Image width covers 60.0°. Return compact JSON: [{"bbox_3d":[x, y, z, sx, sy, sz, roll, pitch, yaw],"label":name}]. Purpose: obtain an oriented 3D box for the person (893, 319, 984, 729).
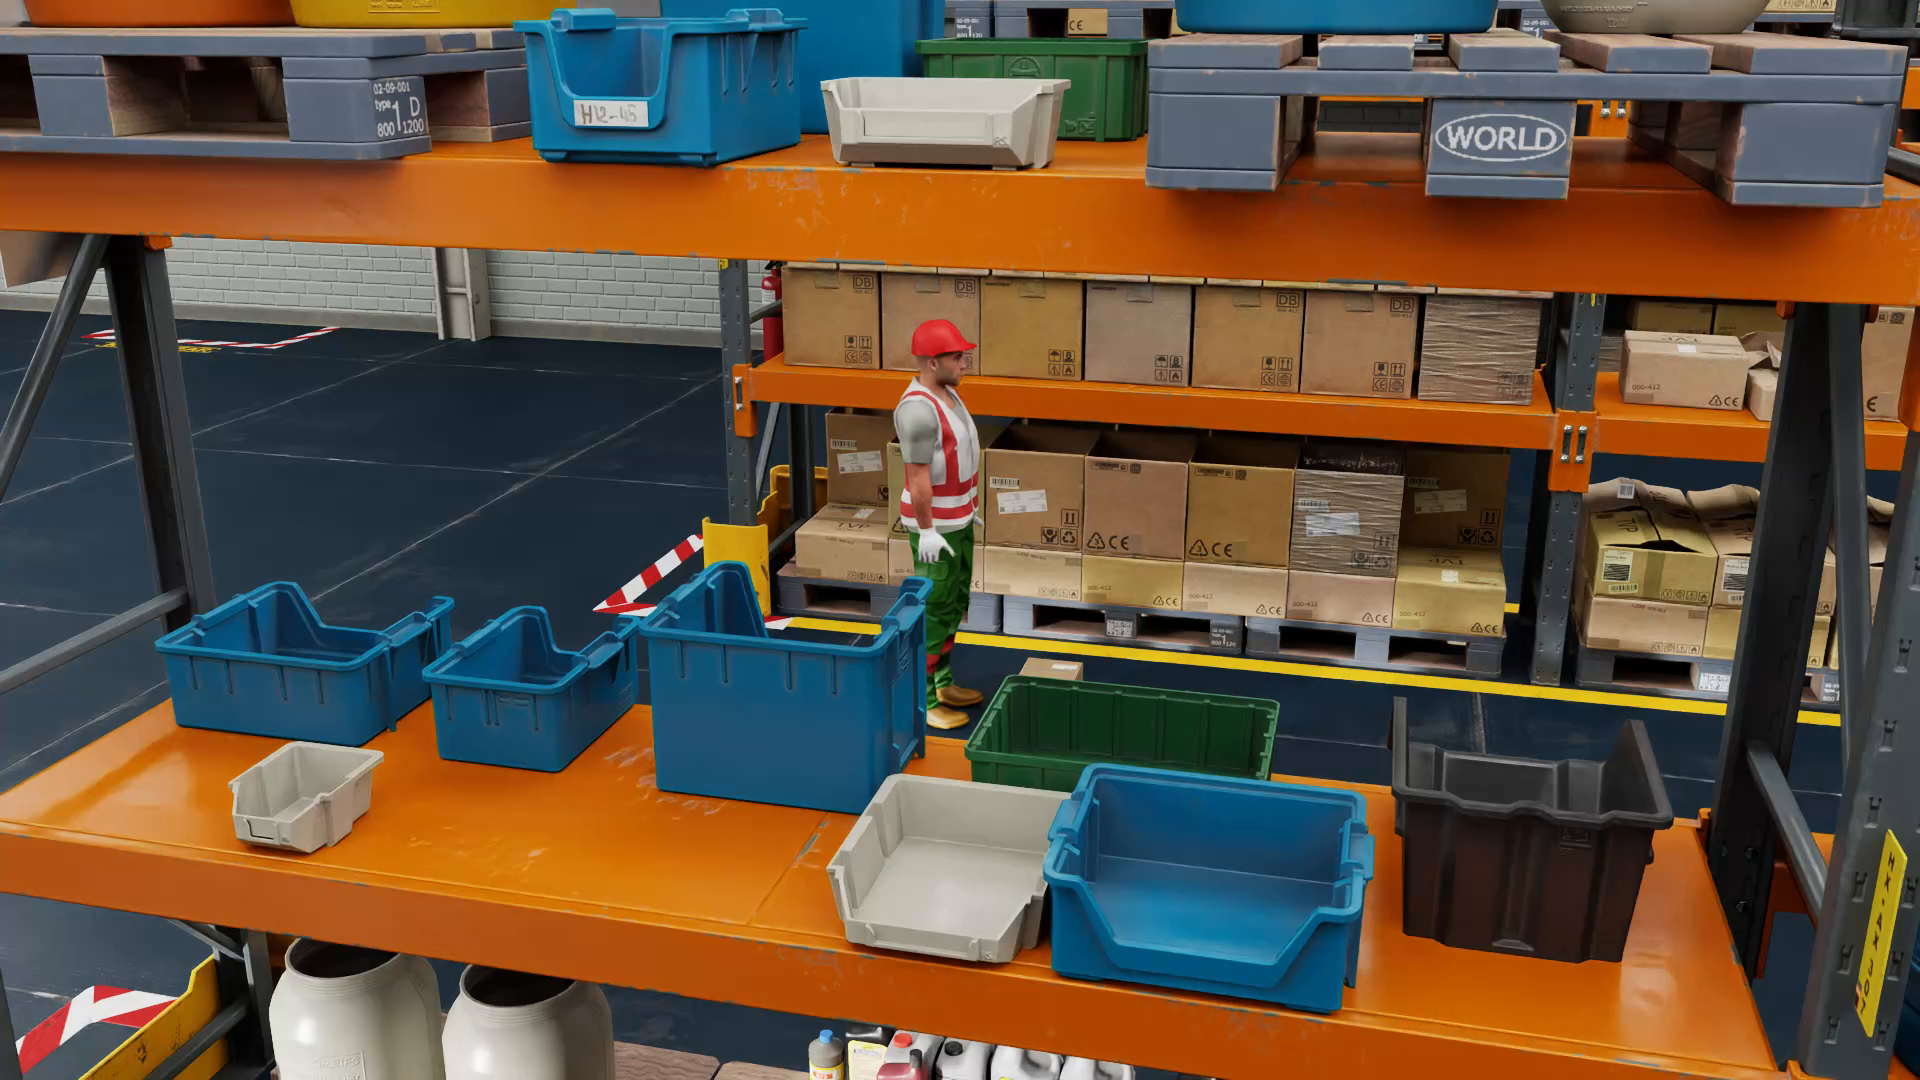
[{"bbox_3d":[-0.085,-0.076,7.255,0.338,1.783,0.525,5,19,15],"label":"person"}]
